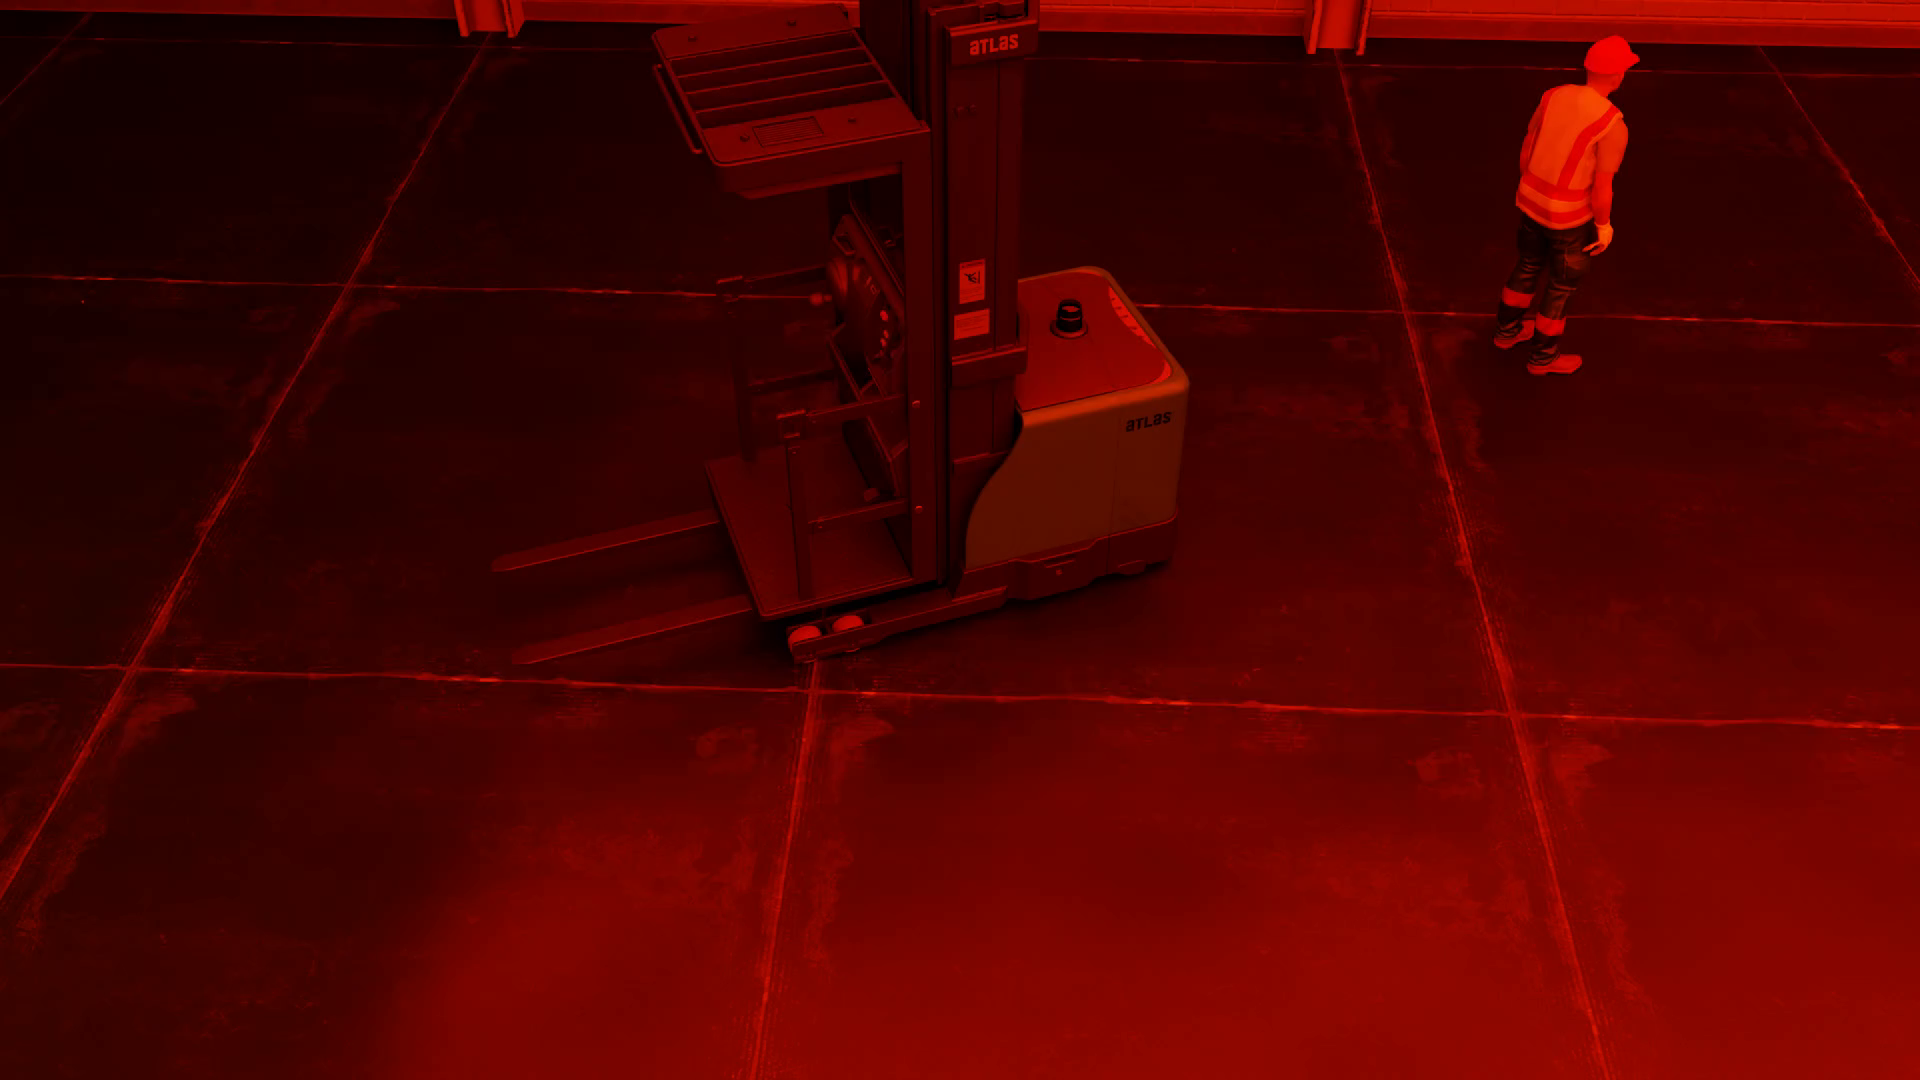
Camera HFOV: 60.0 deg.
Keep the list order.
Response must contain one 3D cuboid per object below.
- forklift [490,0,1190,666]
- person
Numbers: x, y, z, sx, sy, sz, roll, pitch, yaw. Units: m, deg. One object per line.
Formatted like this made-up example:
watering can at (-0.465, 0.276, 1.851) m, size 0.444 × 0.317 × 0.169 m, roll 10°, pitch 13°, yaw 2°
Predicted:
forklift at (-0.573, -0.945, 6.778) m, size 3.031 × 2.935 × 1.130 m, roll -13°, pitch 44°, yaw -14°
person at (3.067, -1.690, 8.451) m, size 0.453 × 1.778 × 0.616 m, roll -20°, pitch 46°, yaw -21°
